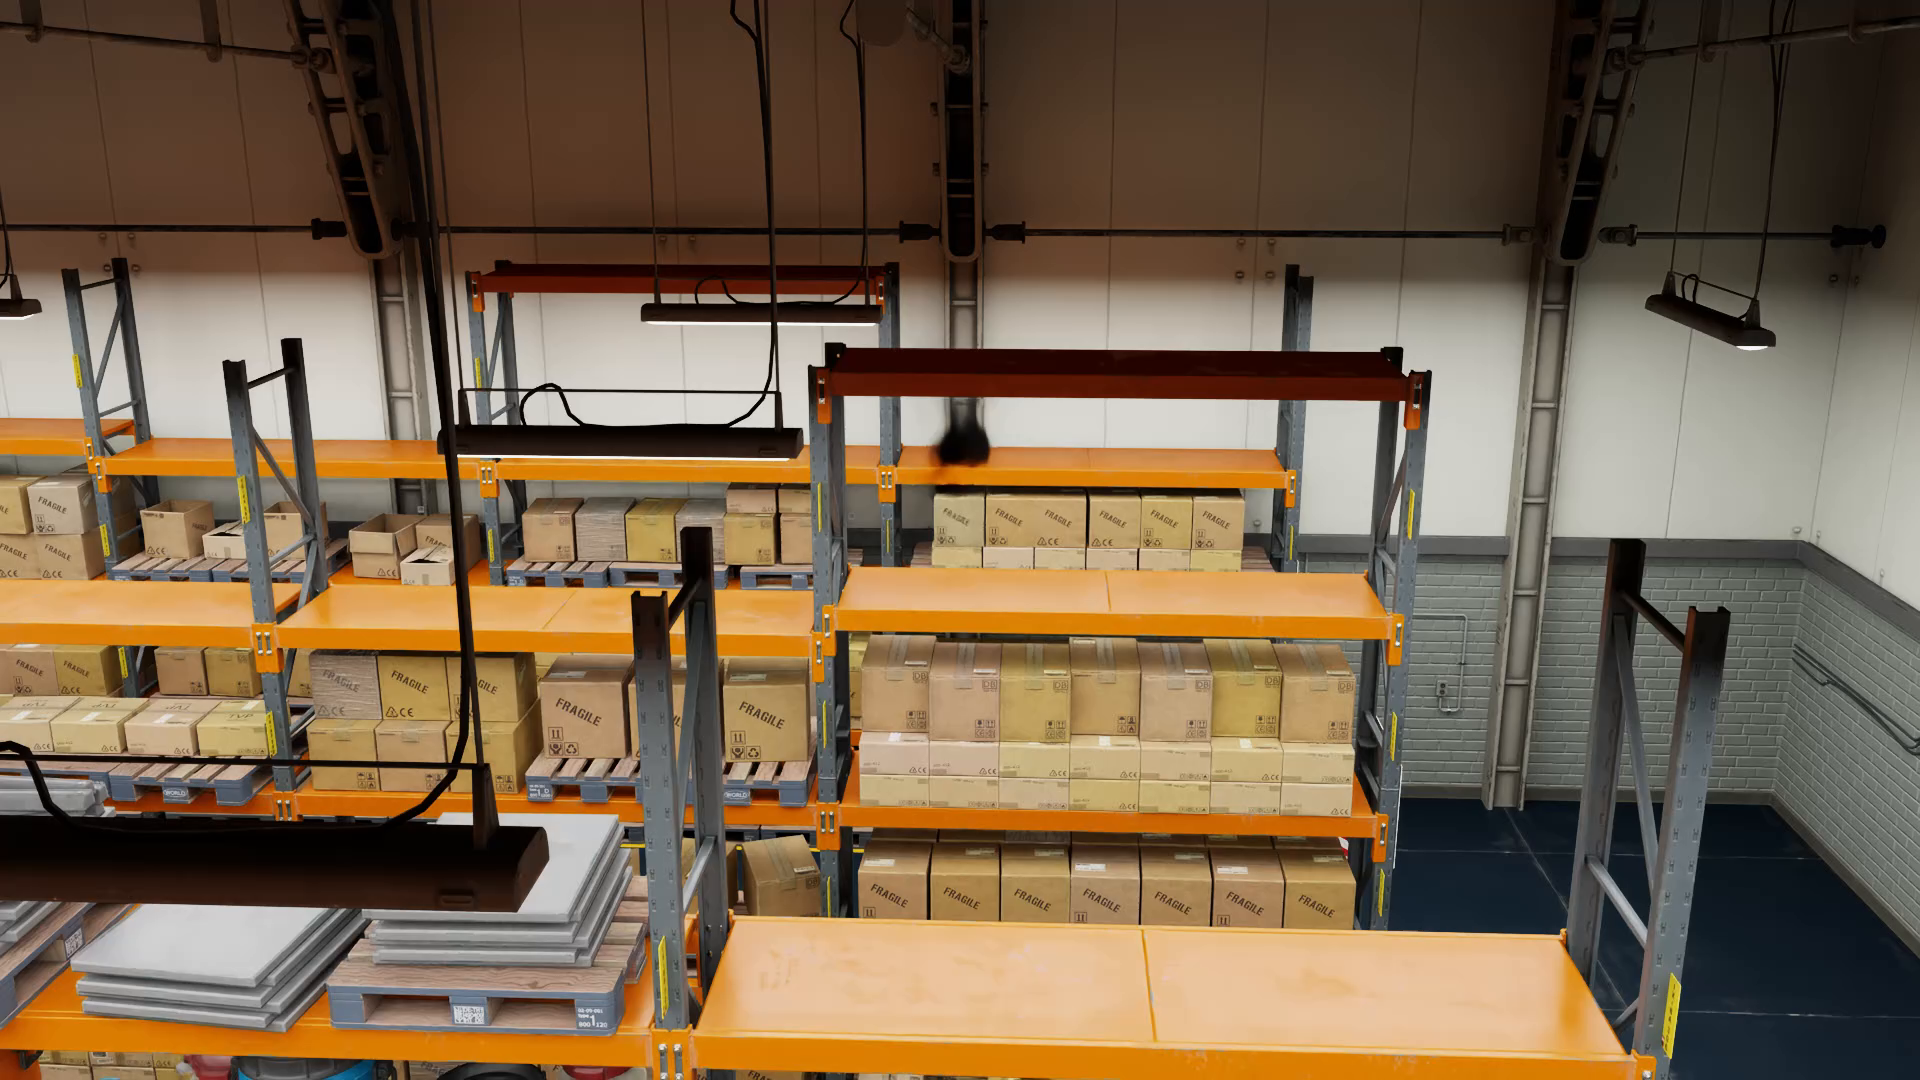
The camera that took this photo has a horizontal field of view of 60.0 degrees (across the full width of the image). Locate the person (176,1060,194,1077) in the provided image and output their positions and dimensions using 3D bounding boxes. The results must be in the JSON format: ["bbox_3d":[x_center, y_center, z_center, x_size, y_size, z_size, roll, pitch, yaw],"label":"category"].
[{"bbox_3d":[-4.894,4.166,11.401,0.985,1.555,0.613,0,16,1],"label":"person"}]
